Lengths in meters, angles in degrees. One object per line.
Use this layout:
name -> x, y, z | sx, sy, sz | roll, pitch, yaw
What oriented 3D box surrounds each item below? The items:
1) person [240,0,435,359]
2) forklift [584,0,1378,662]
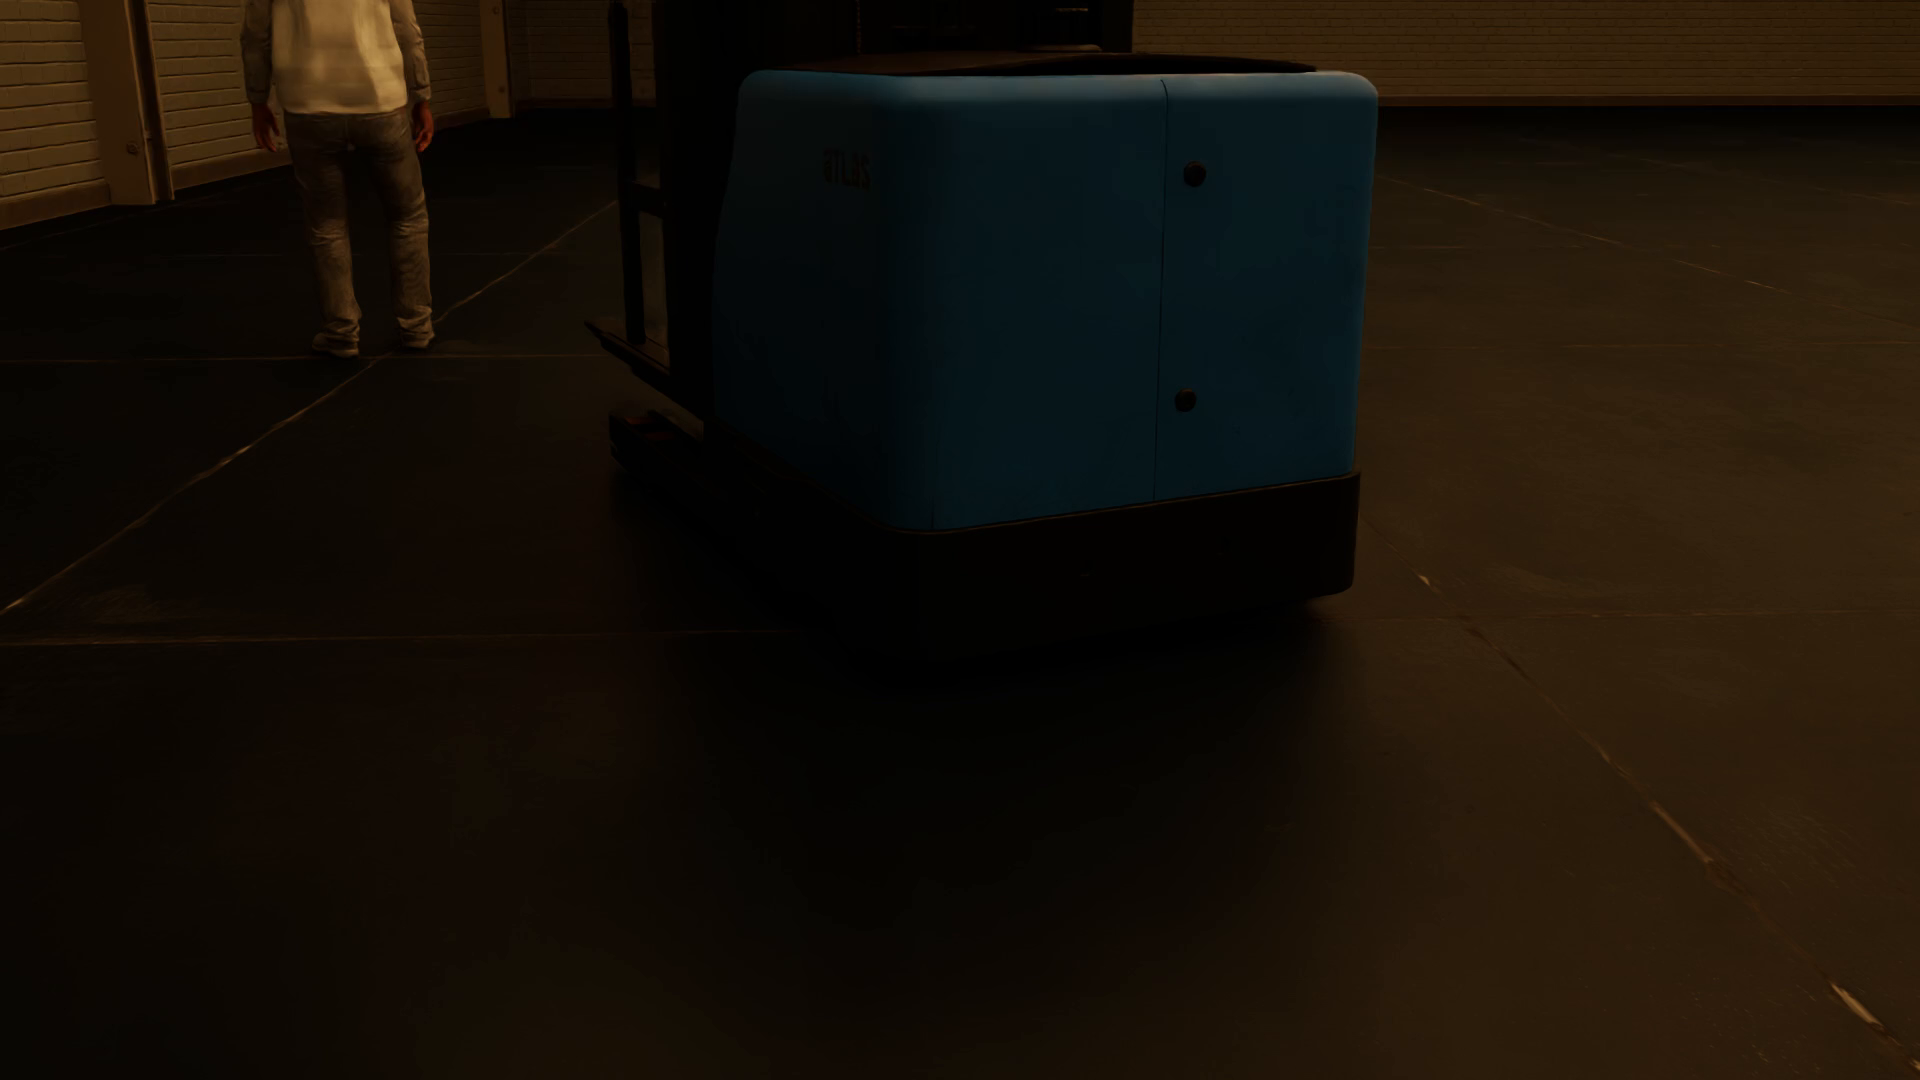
person -> -2.237, -1.561, 6.016 | 0.632, 1.766, 0.471 | -5, 18, -16
forklift -> -0.293, -1.570, 4.039 | 1.130, 2.935, 3.031 | -8, 19, -25
